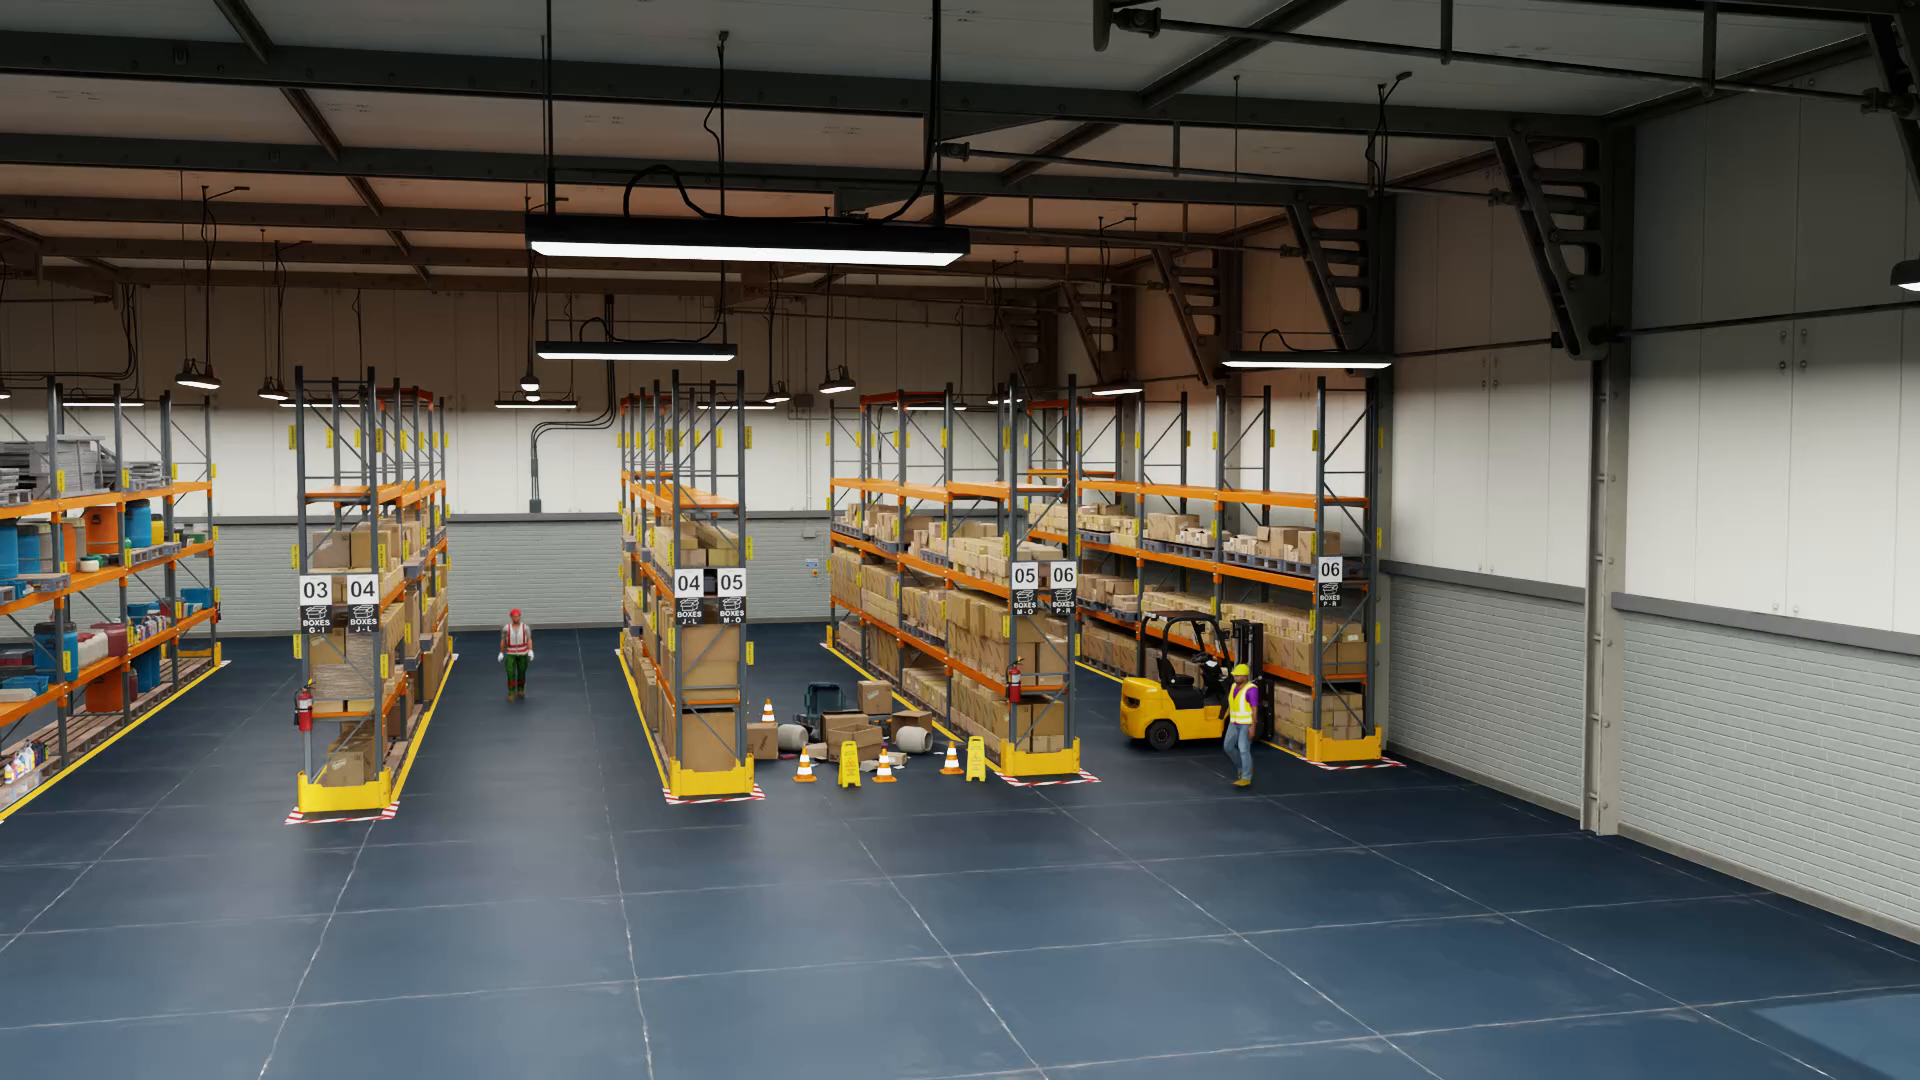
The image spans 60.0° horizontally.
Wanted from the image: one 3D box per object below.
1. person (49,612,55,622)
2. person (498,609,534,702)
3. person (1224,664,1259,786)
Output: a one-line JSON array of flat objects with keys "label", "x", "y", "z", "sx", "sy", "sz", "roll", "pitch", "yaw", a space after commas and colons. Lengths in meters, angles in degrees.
[{"label": "person", "x": -18.377, "y": 2.207, "z": 33.711, "sx": 0.402, "sy": 1.536, "sz": 0.994, "roll": -1, "pitch": 4, "yaw": -16}, {"label": "person", "x": -8.557, "y": 2.194, "z": 32.024, "sx": 0.674, "sy": 1.724, "sz": 1.034, "roll": -1, "pitch": 3, "yaw": -12}, {"label": "person", "x": 4.099, "y": 2.694, "z": 24.113, "sx": 0.430, "sy": 1.815, "sz": 0.649, "roll": -2, "pitch": 4, "yaw": -29}]
